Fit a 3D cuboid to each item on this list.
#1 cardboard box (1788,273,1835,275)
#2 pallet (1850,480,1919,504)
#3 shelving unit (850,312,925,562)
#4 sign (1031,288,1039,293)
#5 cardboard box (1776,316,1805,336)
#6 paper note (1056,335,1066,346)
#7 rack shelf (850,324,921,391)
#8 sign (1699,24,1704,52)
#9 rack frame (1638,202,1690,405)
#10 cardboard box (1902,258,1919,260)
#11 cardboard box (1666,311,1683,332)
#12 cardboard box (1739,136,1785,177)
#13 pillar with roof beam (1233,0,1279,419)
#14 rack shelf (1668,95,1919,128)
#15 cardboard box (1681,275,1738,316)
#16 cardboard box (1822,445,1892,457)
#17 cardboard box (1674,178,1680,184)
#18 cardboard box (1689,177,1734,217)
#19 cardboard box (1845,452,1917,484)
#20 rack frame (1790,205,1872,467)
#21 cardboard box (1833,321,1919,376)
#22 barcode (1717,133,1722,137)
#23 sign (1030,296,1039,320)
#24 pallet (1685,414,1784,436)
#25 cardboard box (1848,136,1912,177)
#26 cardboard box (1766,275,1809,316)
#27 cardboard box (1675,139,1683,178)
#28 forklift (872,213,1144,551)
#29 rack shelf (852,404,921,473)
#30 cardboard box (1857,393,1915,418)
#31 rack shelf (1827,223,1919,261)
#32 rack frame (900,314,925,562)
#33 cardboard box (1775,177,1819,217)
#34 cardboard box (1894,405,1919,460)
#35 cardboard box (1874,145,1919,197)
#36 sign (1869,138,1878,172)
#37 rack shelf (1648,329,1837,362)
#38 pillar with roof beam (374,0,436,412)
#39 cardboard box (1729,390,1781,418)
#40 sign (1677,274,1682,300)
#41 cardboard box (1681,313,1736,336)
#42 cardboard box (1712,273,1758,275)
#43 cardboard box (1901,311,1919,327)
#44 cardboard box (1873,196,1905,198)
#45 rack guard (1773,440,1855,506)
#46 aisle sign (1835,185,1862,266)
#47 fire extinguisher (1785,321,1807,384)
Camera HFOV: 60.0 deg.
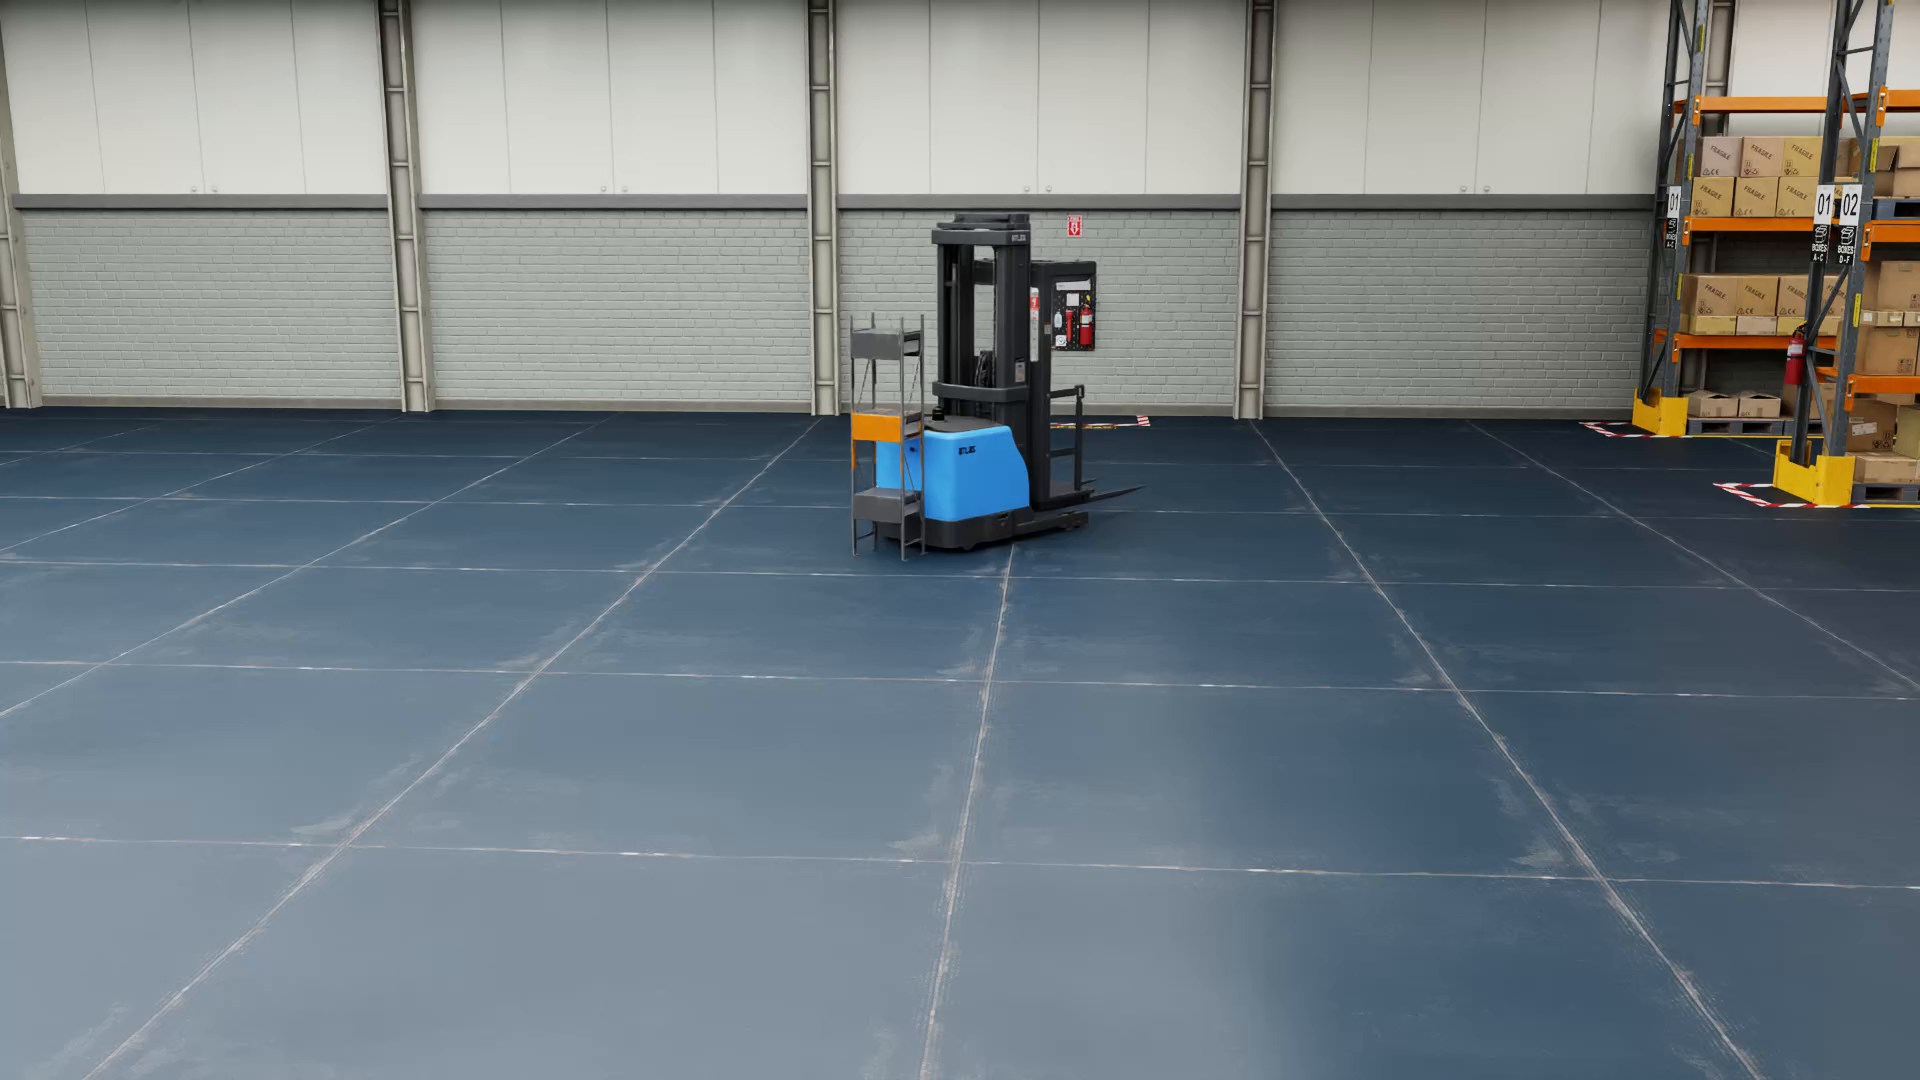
[{"bbox_3d":[11.303,-3.269,22.037,0.500,0.500,0.500,1,12,5],"label":"cardboard box"},{"bbox_3d":[9.737,-0.572,17.467,1.213,0.211,1.003,1,12,4],"label":"pallet"},{"bbox_3d":[-0.623,-0.894,14.396,0.503,2.100,0.431,6,13,26],"label":"shelving unit"},{"bbox_3d":[1.064,-3.545,23.489,0.331,0.109,0.001,1,12,4],"label":"sign"},{"bbox_3d":[10.791,-2.803,21.641,0.500,0.250,0.500,1,12,3],"label":"cardboard box"},{"bbox_3d":[1.433,-2.827,23.589,0.142,0.148,0.016,1,12,4],"label":"paper note"},{"bbox_3d":[-0.623,-1.566,14.256,0.480,0.518,0.431,6,13,26],"label":"rack shelf"},{"bbox_3d":[9.262,-6.272,20.781,0.005,0.325,0.100,1,12,4],"label":"sign"},{"bbox_3d":[9.298,-2.951,22.029,0.127,3.000,1.000,1,12,4],"label":"rack frame"},{"bbox_3d":[10.014,-2.607,16.972,0.500,0.500,0.700,0,12,2],"label":"cardboard box"},{"bbox_3d":[9.778,-2.920,22.201,0.500,0.250,0.500,1,12,5],"label":"cardboard box"},{"bbox_3d":[10.164,-4.895,21.263,0.500,0.500,0.500,1,12,3],"label":"cardboard box"},{"bbox_3d":[3.780,-5.257,18.402,0.400,9.000,9.100,1,12,4],"label":"pillar with roof beam"},{"bbox_3d":[11.294,-5.506,21.358,4.000,0.370,1.077,1,12,4],"label":"rack shelf"},{"bbox_3d":[9.755,-3.186,21.641,0.500,0.500,0.500,1,12,4],"label":"cardboard box"},{"bbox_3d":[9.526,-0.851,17.683,0.500,0.250,0.500,1,12,4],"label":"cardboard box"},{"bbox_3d":[9.732,-4.523,21.930,0.500,0.500,0.500,2,12,8],"label":"cardboard box"},{"bbox_3d":[9.615,-4.422,21.444,0.500,0.500,0.500,1,12,5],"label":"cardboard box"},{"bbox_3d":[9.491,-0.745,17.177,0.500,0.250,0.500,1,12,4],"label":"cardboard box"},{"bbox_3d":[8.971,-1.938,17.191,0.127,3.000,1.000,1,12,4],"label":"rack frame"},{"bbox_3d":[9.436,-1.978,17.138,0.500,0.500,0.700,1,12,4],"label":"cardboard box"},{"bbox_3d":[10.040,-5.343,21.990,0.075,0.075,0.001,1,12,4],"label":"barcode"},{"bbox_3d":[1.060,-3.287,23.553,0.234,0.329,0.001,1,12,4],"label":"sign"},{"bbox_3d":[10.183,-1.566,22.222,1.213,0.211,1.003,1,12,4],"label":"pallet"},{"bbox_3d":[11.702,-4.874,21.163,0.500,0.500,0.500,0,12,2],"label":"cardboard box"},{"bbox_3d":[10.762,-3.169,21.559,0.500,0.500,0.500,0,12,2],"label":"cardboard box"},{"bbox_3d":[9.746,-5.014,21.834,0.500,0.500,0.500,1,12,6],"label":"cardboard box"},{"bbox_3d":[0.575,-1.581,15.648,1.130,2.935,3.031,11,16,42],"label":"forklift"},{"bbox_3d":[-0.623,-0.881,14.399,0.480,0.518,0.431,6,13,26],"label":"rack shelf"},{"bbox_3d":[12.251,-1.894,22.007,0.500,0.500,0.500,0,12,-1],"label":"cardboard box"},{"bbox_3d":[10.967,-3.027,16.827,4.000,0.370,1.077,1,12,4],"label":"rack shelf"},{"bbox_3d":[-0.405,-0.872,14.288,0.015,2.100,0.400,6,13,26],"label":"rack frame"},{"bbox_3d":[10.667,-4.401,21.344,0.500,0.500,0.500,1,12,6],"label":"cardboard box"},{"bbox_3d":[9.990,-1.106,17.070,0.500,0.500,0.500,1,12,4],"label":"cardboard box"},{"bbox_3d":[9.544,-3.723,16.774,0.637,0.503,0.797,2,12,8],"label":"cardboard box"},{"bbox_3d":[8.928,-3.760,16.245,0.005,0.325,0.100,1,12,4],"label":"sign"},{"bbox_3d":[11.294,-2.571,21.972,4.000,0.370,1.077,1,12,4],"label":"rack shelf"},{"bbox_3d":[-8.193,-5.421,19.187,0.400,9.000,9.100,1,12,4],"label":"pillar with roof beam"},{"bbox_3d":[10.552,-1.814,22.089,0.500,0.311,0.500,2,12,8],"label":"cardboard box"},{"bbox_3d":[9.262,-3.263,21.411,0.005,0.325,0.100,1,12,4],"label":"sign"},{"bbox_3d":[9.764,-2.815,21.700,0.500,0.250,0.500,0,12,2],"label":"cardboard box"},{"bbox_3d":[10.285,-3.282,22.100,0.500,0.500,0.500,1,12,5],"label":"cardboard box"},{"bbox_3d":[9.612,-2.252,16.864,0.250,0.149,0.380,0,12,2],"label":"cardboard box"},{"bbox_3d":[11.710,-4.389,21.284,0.500,0.500,0.500,0,12,2],"label":"cardboard box"},{"bbox_3d":[8.947,-0.715,17.448,0.348,0.500,1.175,1,12,4],"label":"rack guard"},{"bbox_3d":[8.885,-3.149,16.630,0.004,0.787,0.394,1,12,4],"label":"aisle sign"},{"bbox_3d":[8.884,-1.997,17.660,0.183,0.674,0.296,1,12,4],"label":"fire extinguisher"}]
